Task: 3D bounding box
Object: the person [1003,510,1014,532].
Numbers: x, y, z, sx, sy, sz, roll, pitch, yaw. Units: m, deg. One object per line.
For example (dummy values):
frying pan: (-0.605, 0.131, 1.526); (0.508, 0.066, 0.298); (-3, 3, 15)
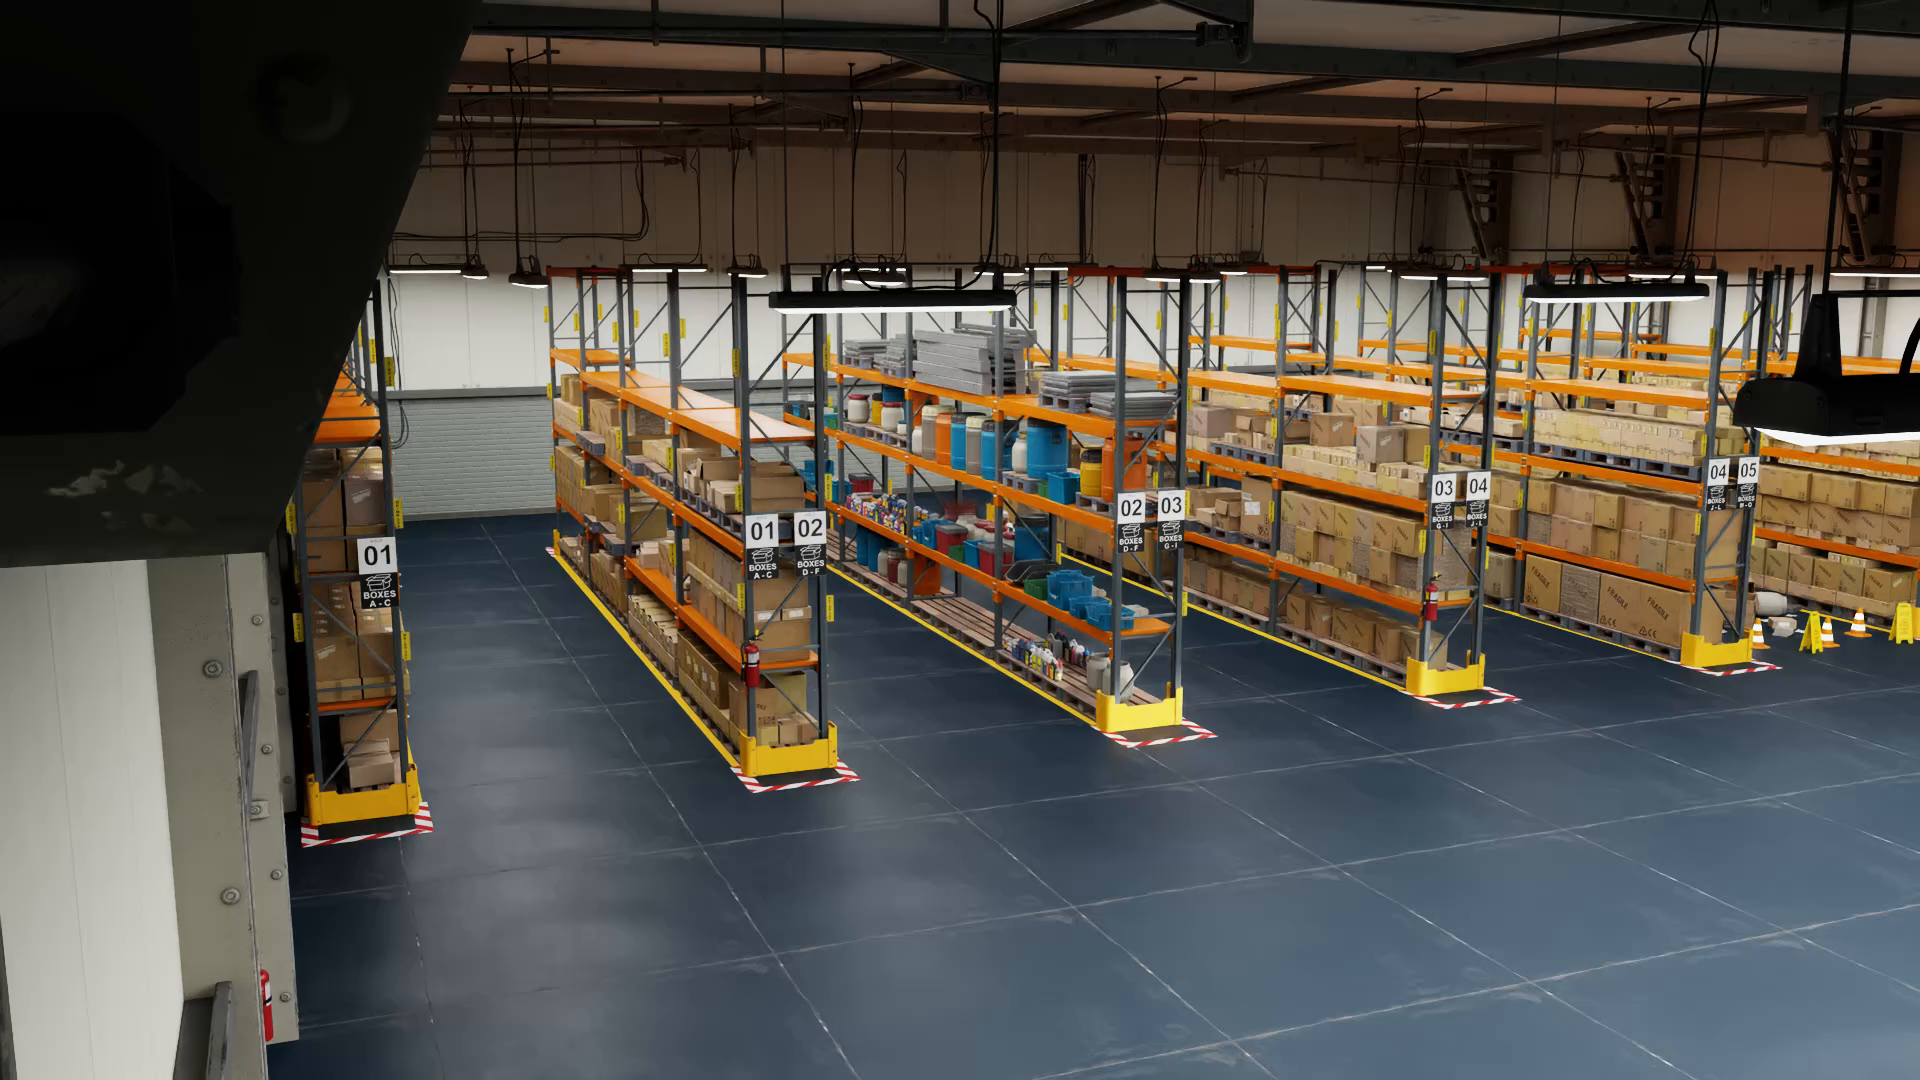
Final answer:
person: (0.807, 0.222, 30.559); (0.497, 1.572, 1.035); (-4, 11, -24)
